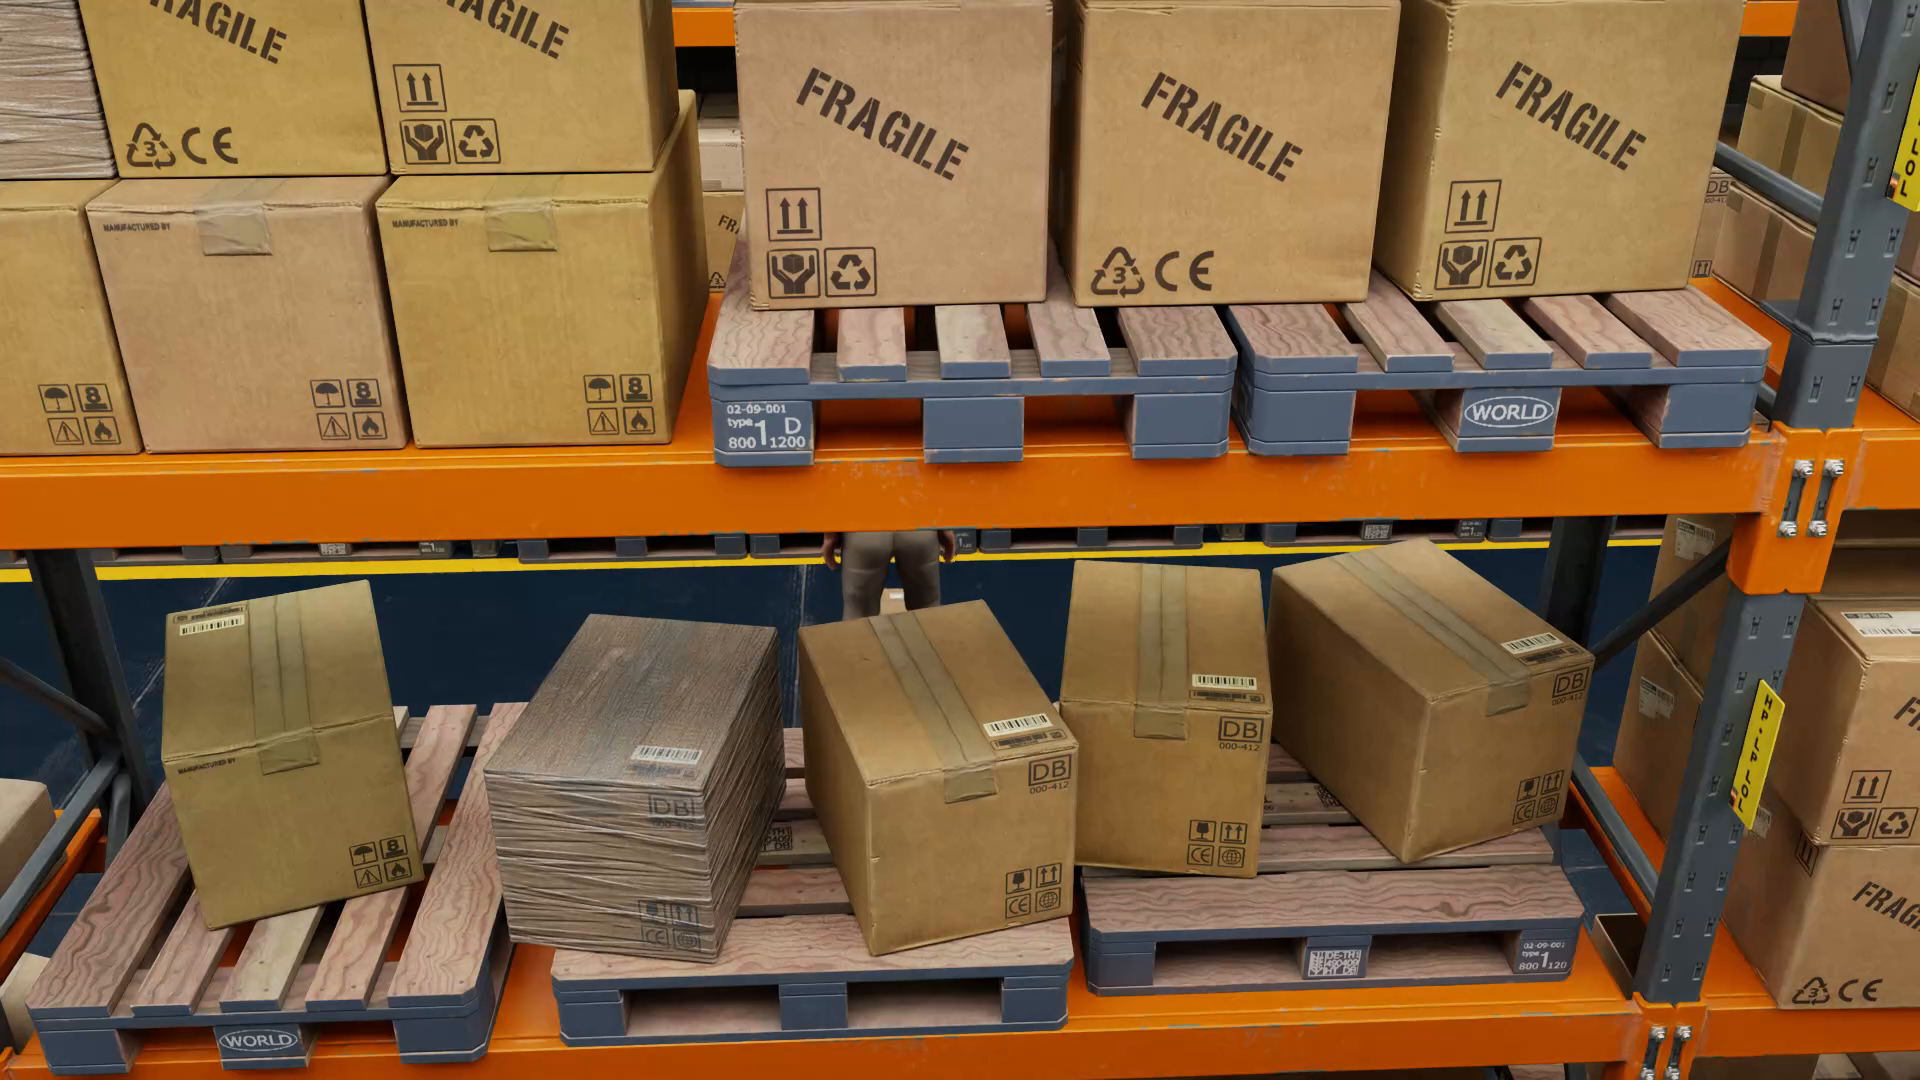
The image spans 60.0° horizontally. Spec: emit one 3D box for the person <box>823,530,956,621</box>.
[{"bbox_3d":[-0.322,-0.048,7.198,0.580,1.710,0.424,-5,28,-9],"label":"person"}]
